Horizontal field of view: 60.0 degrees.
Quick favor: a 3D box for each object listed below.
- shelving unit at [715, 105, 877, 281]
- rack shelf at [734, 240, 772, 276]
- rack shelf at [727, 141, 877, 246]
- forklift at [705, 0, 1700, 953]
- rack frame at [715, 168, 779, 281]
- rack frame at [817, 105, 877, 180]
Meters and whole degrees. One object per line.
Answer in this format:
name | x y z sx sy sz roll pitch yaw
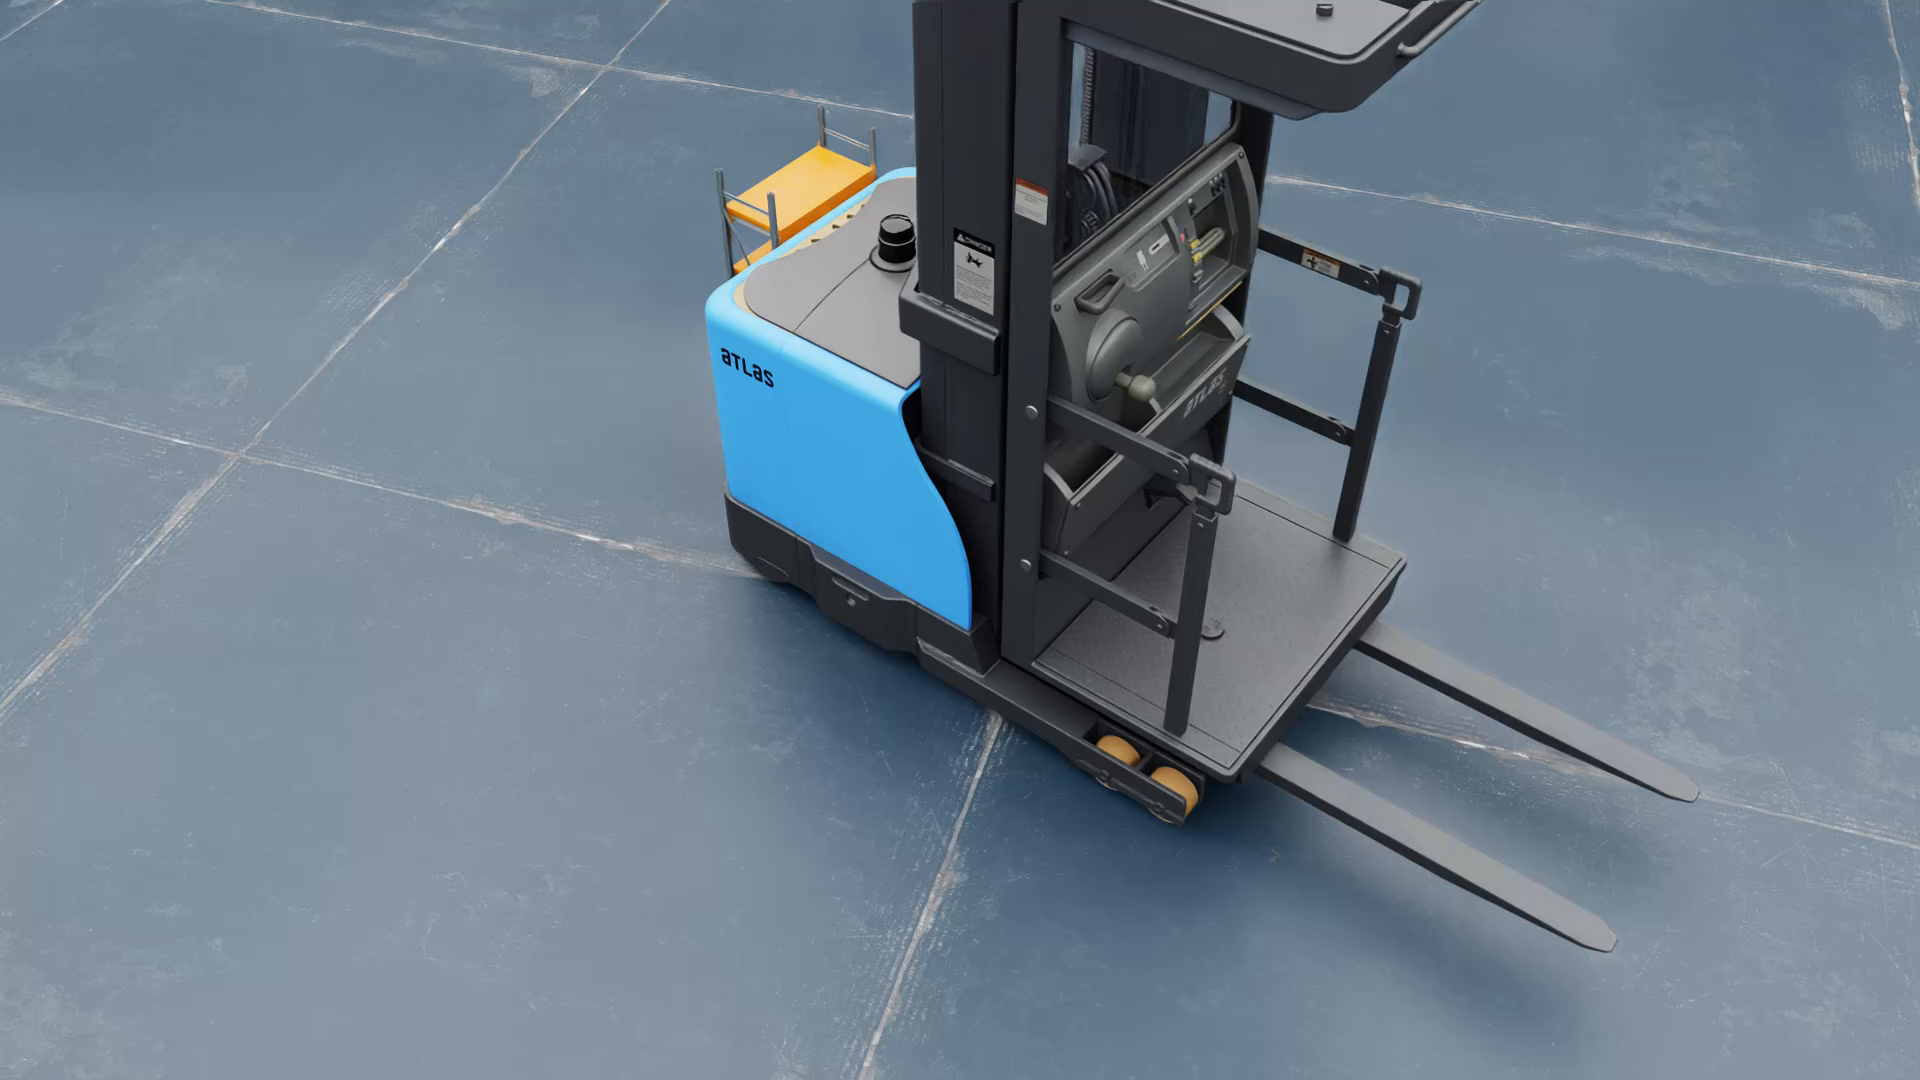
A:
shelving unit | -0.522 -0.823 5.733 0.258 1.200 0.503 28 51 26
rack shelf | -0.523 -0.935 5.624 0.258 0.148 0.480 28 51 26
rack shelf | -0.523 -1.104 5.458 0.258 0.148 0.480 28 51 26
forklift | 0.696 -0.642 4.310 3.031 2.935 1.130 28 51 26
rack frame | -0.671 -0.688 5.595 0.240 1.200 0.015 28 51 26
rack frame | -0.374 -0.958 5.872 0.240 1.200 0.015 28 51 26
